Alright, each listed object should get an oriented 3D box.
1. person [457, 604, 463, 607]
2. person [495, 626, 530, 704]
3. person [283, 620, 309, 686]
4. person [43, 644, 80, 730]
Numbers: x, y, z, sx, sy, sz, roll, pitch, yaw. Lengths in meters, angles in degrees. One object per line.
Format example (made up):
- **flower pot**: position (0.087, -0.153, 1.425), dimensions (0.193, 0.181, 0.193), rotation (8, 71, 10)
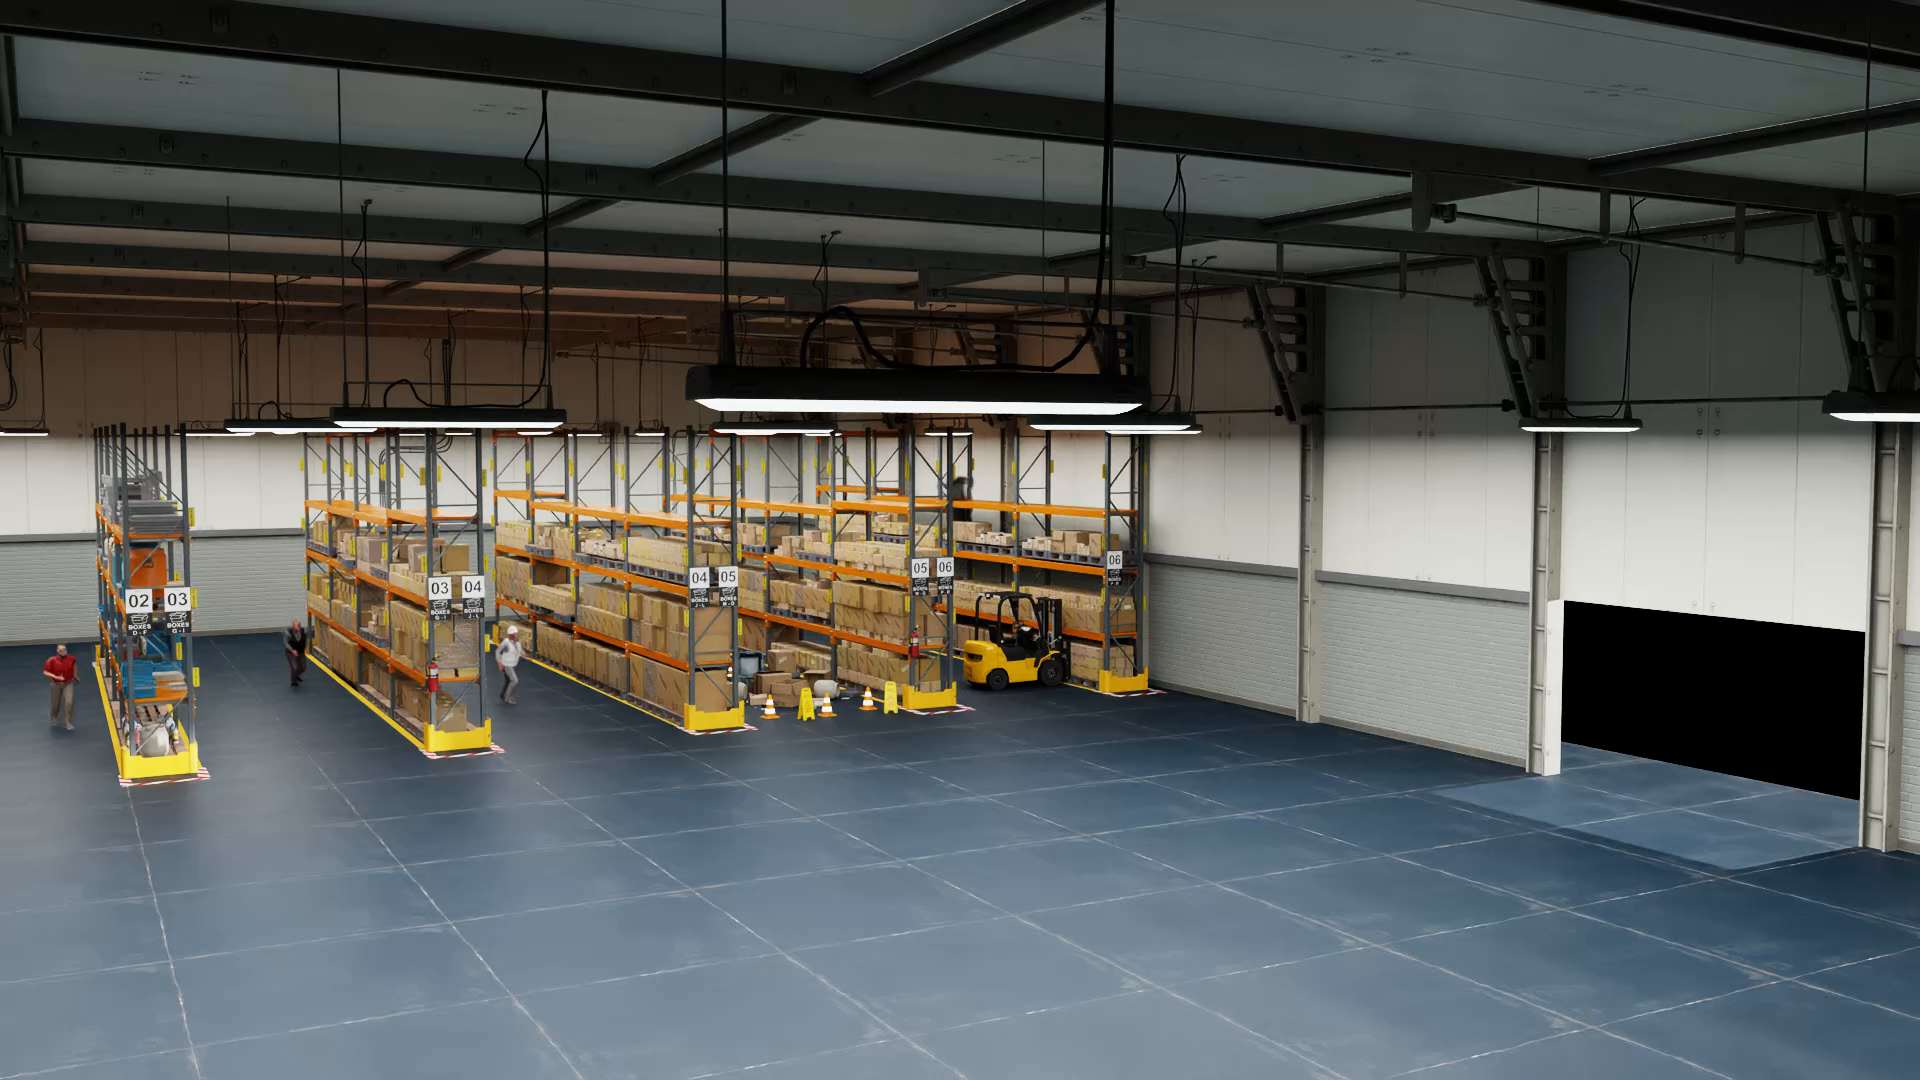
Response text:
- **person**: position (-13.875, 2.058, 46.172), dimensions (0.711, 1.788, 0.676), rotation (-1, 4, -14)
- **person**: position (-9.731, 2.716, 36.133), dimensions (0.840, 1.739, 0.657), rotation (1, 4, 13)
- **person**: position (-15.394, 2.604, 38.480), dimensions (0.844, 1.569, 0.625), rotation (3, 5, 43)
- **person**: position (-17.786, 2.888, 32.885), dimensions (0.656, 1.701, 0.960), rotation (-3, 4, -40)
